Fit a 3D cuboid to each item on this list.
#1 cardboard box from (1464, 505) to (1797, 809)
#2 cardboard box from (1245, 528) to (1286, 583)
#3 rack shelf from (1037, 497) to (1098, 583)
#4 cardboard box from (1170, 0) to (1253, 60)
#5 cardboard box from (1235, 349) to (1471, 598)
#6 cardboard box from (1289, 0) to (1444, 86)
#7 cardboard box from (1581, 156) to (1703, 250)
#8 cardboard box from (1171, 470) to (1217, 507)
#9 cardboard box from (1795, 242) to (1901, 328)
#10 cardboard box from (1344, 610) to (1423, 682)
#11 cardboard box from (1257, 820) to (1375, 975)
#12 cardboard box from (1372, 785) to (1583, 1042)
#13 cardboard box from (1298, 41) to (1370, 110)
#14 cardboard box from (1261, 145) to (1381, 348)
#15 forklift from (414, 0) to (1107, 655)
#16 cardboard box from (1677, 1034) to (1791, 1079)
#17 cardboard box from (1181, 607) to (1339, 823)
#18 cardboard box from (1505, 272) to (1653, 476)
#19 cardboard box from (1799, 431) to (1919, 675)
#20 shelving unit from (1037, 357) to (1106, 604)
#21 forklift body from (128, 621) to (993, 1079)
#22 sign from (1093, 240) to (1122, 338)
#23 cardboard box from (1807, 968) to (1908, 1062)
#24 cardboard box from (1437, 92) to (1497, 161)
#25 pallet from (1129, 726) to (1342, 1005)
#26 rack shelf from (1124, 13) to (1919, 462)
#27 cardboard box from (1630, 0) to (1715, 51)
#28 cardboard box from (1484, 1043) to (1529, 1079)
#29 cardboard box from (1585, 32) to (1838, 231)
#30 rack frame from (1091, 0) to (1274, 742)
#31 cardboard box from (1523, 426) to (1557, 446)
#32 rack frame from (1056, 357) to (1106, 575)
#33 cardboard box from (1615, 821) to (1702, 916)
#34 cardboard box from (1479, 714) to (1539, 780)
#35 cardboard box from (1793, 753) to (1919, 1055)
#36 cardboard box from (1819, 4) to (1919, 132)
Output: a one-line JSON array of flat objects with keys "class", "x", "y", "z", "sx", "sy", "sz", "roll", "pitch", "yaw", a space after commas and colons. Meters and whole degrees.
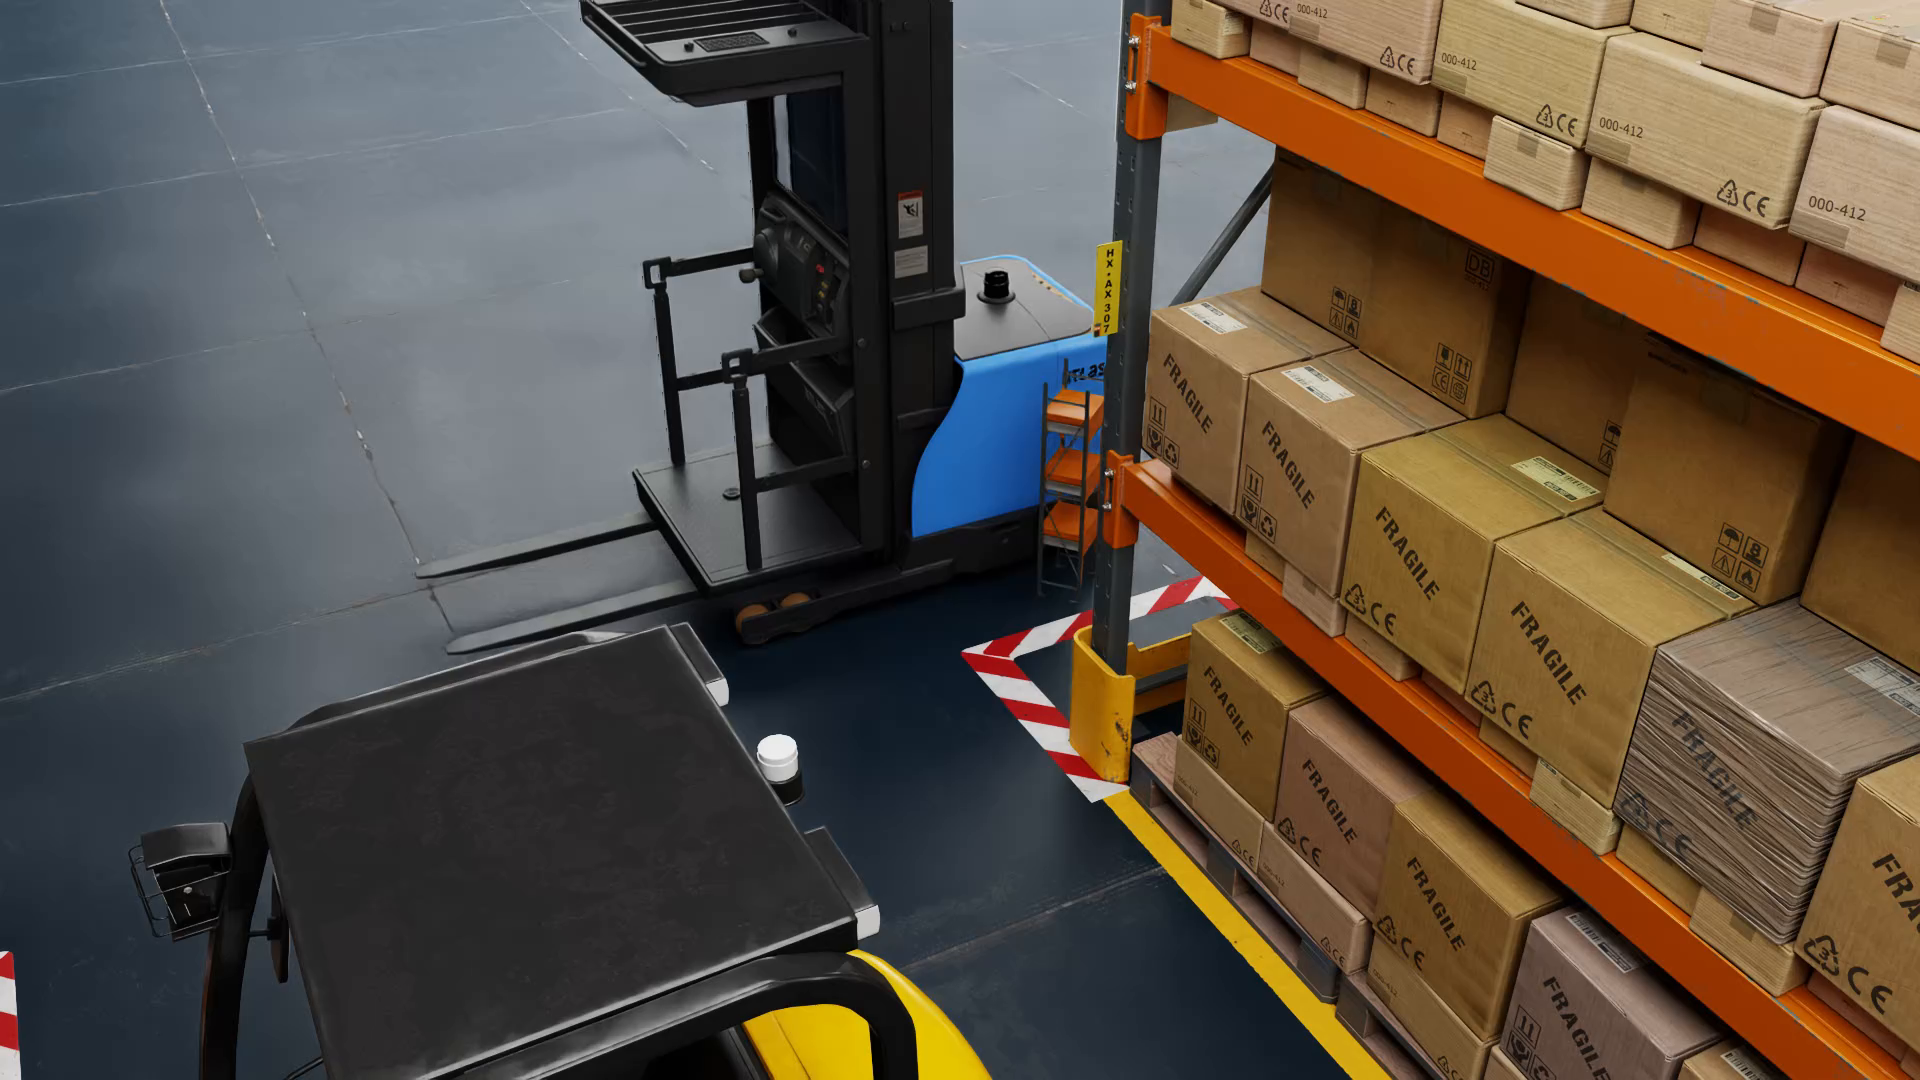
[{"class": "cardboard box", "x": 1.669, "y": 0.265, "z": 4.187, "sx": 0.500, "sy": 0.500, "sz": 0.500, "roll": -17, "pitch": 36, "yaw": -24}, {"class": "cardboard box", "x": 1.124, "y": -0.009, "z": 5.216, "sx": 0.380, "sy": 0.149, "sz": 0.250, "roll": -17, "pitch": 36, "yaw": -25}, {"class": "rack shelf", "x": 0.483, "y": 0.000, "z": 7.312, "sx": 0.215, "sy": 0.259, "sz": 0.240, "roll": 13, "pitch": 35, "yaw": 19}, {"class": "cardboard box", "x": 0.834, "y": -1.510, "z": 4.779, "sx": 0.380, "sy": 0.149, "sz": 0.250, "roll": -16, "pitch": 36, "yaw": -23}, {"class": "cardboard box", "x": 1.186, "y": -0.218, "z": 4.941, "sx": 0.500, "sy": 0.500, "sz": 0.500, "roll": -15, "pitch": 35, "yaw": -22}, {"class": "cardboard box", "x": 1.192, "y": -1.368, "z": 4.188, "sx": 0.500, "sy": 0.250, "sz": 0.500, "roll": -16, "pitch": 36, "yaw": -24}, {"class": "cardboard box", "x": 1.599, "y": -0.779, "z": 3.637, "sx": 0.380, "sy": 0.149, "sz": 0.250, "roll": -17, "pitch": 36, "yaw": -24}, {"class": "cardboard box", "x": 0.942, "y": -0.273, "z": 5.628, "sx": 0.380, "sy": 0.149, "sz": 0.250, "roll": -16, "pitch": 36, "yaw": -23}, {"class": "cardboard box", "x": 1.901, "y": -0.555, "z": 3.288, "sx": 0.380, "sy": 0.149, "sz": 0.250, "roll": -15, "pitch": 36, "yaw": -22}, {"class": "cardboard box", "x": 1.352, "y": 0.239, "z": 4.830, "sx": 0.380, "sy": 0.149, "sz": 0.250, "roll": -15, "pitch": 36, "yaw": -22}, {"class": "cardboard box", "x": 1.329, "y": 1.088, "z": 5.431, "sx": 0.500, "sy": 0.250, "sz": 0.500, "roll": -15, "pitch": 35, "yaw": -21}, {"class": "cardboard box", "x": 1.584, "y": 1.028, "z": 4.829, "sx": 0.500, "sy": 0.500, "sz": 0.500, "roll": -15, "pitch": 36, "yaw": -22}, {"class": "cardboard box", "x": 1.129, "y": -1.272, "z": 4.408, "sx": 0.380, "sy": 0.149, "sz": 0.250, "roll": -15, "pitch": 36, "yaw": -22}, {"class": "cardboard box", "x": 1.398, "y": -0.992, "z": 5.223, "sx": 0.700, "sy": 0.500, "sz": 0.500, "roll": -17, "pitch": 36, "yaw": -24}, {"class": "forklift", "x": -0.838, "y": -1.117, "z": 6.777, "sx": 3.031, "sy": 2.935, "sz": 1.130, "roll": -15, "pitch": 36, "yaw": -22}, {"class": "cardboard box", "x": 2.080, "y": 1.524, "z": 4.055, "sx": 0.500, "sy": 0.500, "sz": 0.500, "roll": -15, "pitch": 36, "yaw": -22}, {"class": "cardboard box", "x": 1.110, "y": 0.538, "z": 5.594, "sx": 0.500, "sy": 0.500, "sz": 0.500, "roll": -17, "pitch": 36, "yaw": -25}, {"class": "cardboard box", "x": 1.956, "y": -0.531, "z": 4.504, "sx": 0.700, "sy": 0.500, "sz": 0.500, "roll": -16, "pitch": 36, "yaw": -24}, {"class": "cardboard box", "x": 2.389, "y": -0.033, "z": 3.725, "sx": 0.700, "sy": 0.500, "sz": 0.500, "roll": -17, "pitch": 36, "yaw": -24}, {"class": "shelving unit", "x": 0.483, "y": -0.243, "z": 7.156, "sx": 0.215, "sy": 1.050, "sz": 0.252, "roll": 13, "pitch": 35, "yaw": 19}, {"class": "forklift body", "x": -0.925, "y": 1.461, "z": 3.476, "sx": 2.313, "sy": 2.155, "sz": 1.214, "roll": -16, "pitch": 36, "yaw": -23}, {"class": "sign", "x": 0.487, "y": -0.821, "z": 5.448, "sx": 0.100, "sy": 0.325, "sz": 0.005, "roll": -16, "pitch": 36, "yaw": -23}, {"class": "cardboard box", "x": 2.133, "y": 0.961, "z": 3.702, "sx": 0.380, "sy": 0.149, "sz": 0.250, "roll": -16, "pitch": 36, "yaw": -24}, {"class": "cardboard box", "x": 1.393, "y": -1.035, "z": 4.037, "sx": 0.380, "sy": 0.149, "sz": 0.250, "roll": -17, "pitch": 36, "yaw": -25}, {"class": "pallet", "x": 1.350, "y": 1.014, "z": 5.971, "sx": 1.003, "sy": 0.211, "sz": 1.213, "roll": -16, "pitch": 36, "yaw": -23}, {"class": "rack shelf", "x": 1.899, "y": -0.599, "z": 3.790, "sx": 1.077, "sy": 0.370, "sz": 4.000, "roll": -16, "pitch": 36, "yaw": -23}, {"class": "cardboard box", "x": 1.634, "y": -1.131, "z": 3.448, "sx": 0.380, "sy": 0.149, "sz": 0.250, "roll": -15, "pitch": 36, "yaw": -22}, {"class": "cardboard box", "x": 1.828, "y": 1.587, "z": 4.652, "sx": 0.500, "sy": 0.250, "sz": 0.500, "roll": -15, "pitch": 36, "yaw": -22}, {"class": "cardboard box", "x": 1.676, "y": -0.879, "z": 3.423, "sx": 0.500, "sy": 0.250, "sz": 0.500, "roll": -15, "pitch": 36, "yaw": -22}, {"class": "rack frame", "x": 0.967, "y": -0.593, "z": 5.895, "sx": 1.000, "sy": 3.000, "sz": 0.127, "roll": -16, "pitch": 36, "yaw": -23}, {"class": "cardboard box", "x": 1.923, "y": -0.091, "z": 4.743, "sx": 0.500, "sy": 0.500, "sz": 0.500, "roll": -16, "pitch": 36, "yaw": -23}, {"class": "rack frame", "x": 0.531, "y": -0.304, "z": 7.251, "sx": 0.200, "sy": 1.050, "sz": 0.008, "roll": 13, "pitch": 35, "yaw": 19}, {"class": "cardboard box", "x": 1.843, "y": 0.731, "z": 4.061, "sx": 0.380, "sy": 0.149, "sz": 0.250, "roll": -17, "pitch": 36, "yaw": -24}, {"class": "cardboard box", "x": 1.625, "y": 0.483, "z": 4.448, "sx": 0.380, "sy": 0.149, "sz": 0.250, "roll": -17, "pitch": 36, "yaw": -24}, {"class": "cardboard box", "x": 2.158, "y": 0.755, "z": 3.422, "sx": 0.500, "sy": 0.500, "sz": 0.500, "roll": -15, "pitch": 35, "yaw": -22}, {"class": "cardboard box", "x": 1.826, "y": -0.876, "z": 3.049, "sx": 0.380, "sy": 0.149, "sz": 0.250, "roll": -15, "pitch": 36, "yaw": -23}]
